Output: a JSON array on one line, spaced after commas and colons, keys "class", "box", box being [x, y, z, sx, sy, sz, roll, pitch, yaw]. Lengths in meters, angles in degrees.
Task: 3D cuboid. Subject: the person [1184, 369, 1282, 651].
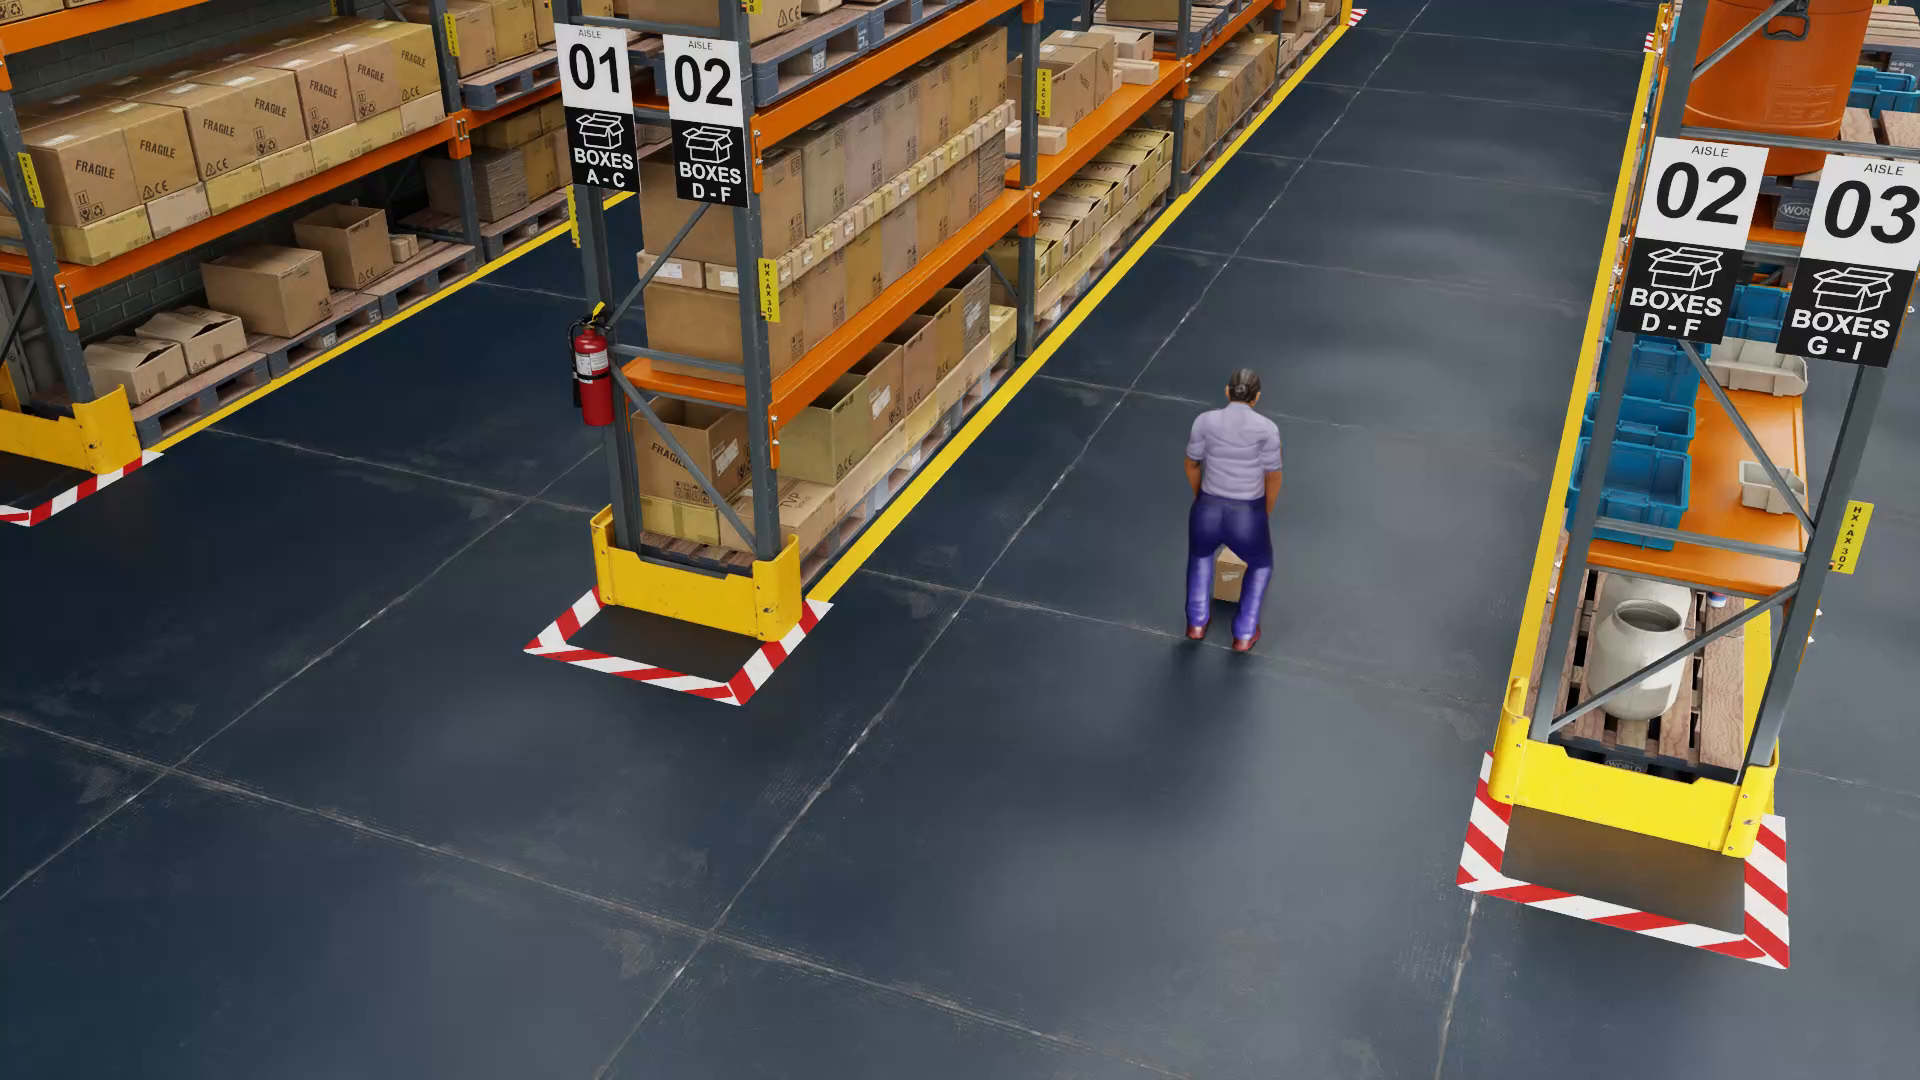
[{"class": "person", "box": [1.411, -0.141, 8.803, 0.522, 1.510, 0.529, 12, 32, 20]}]
